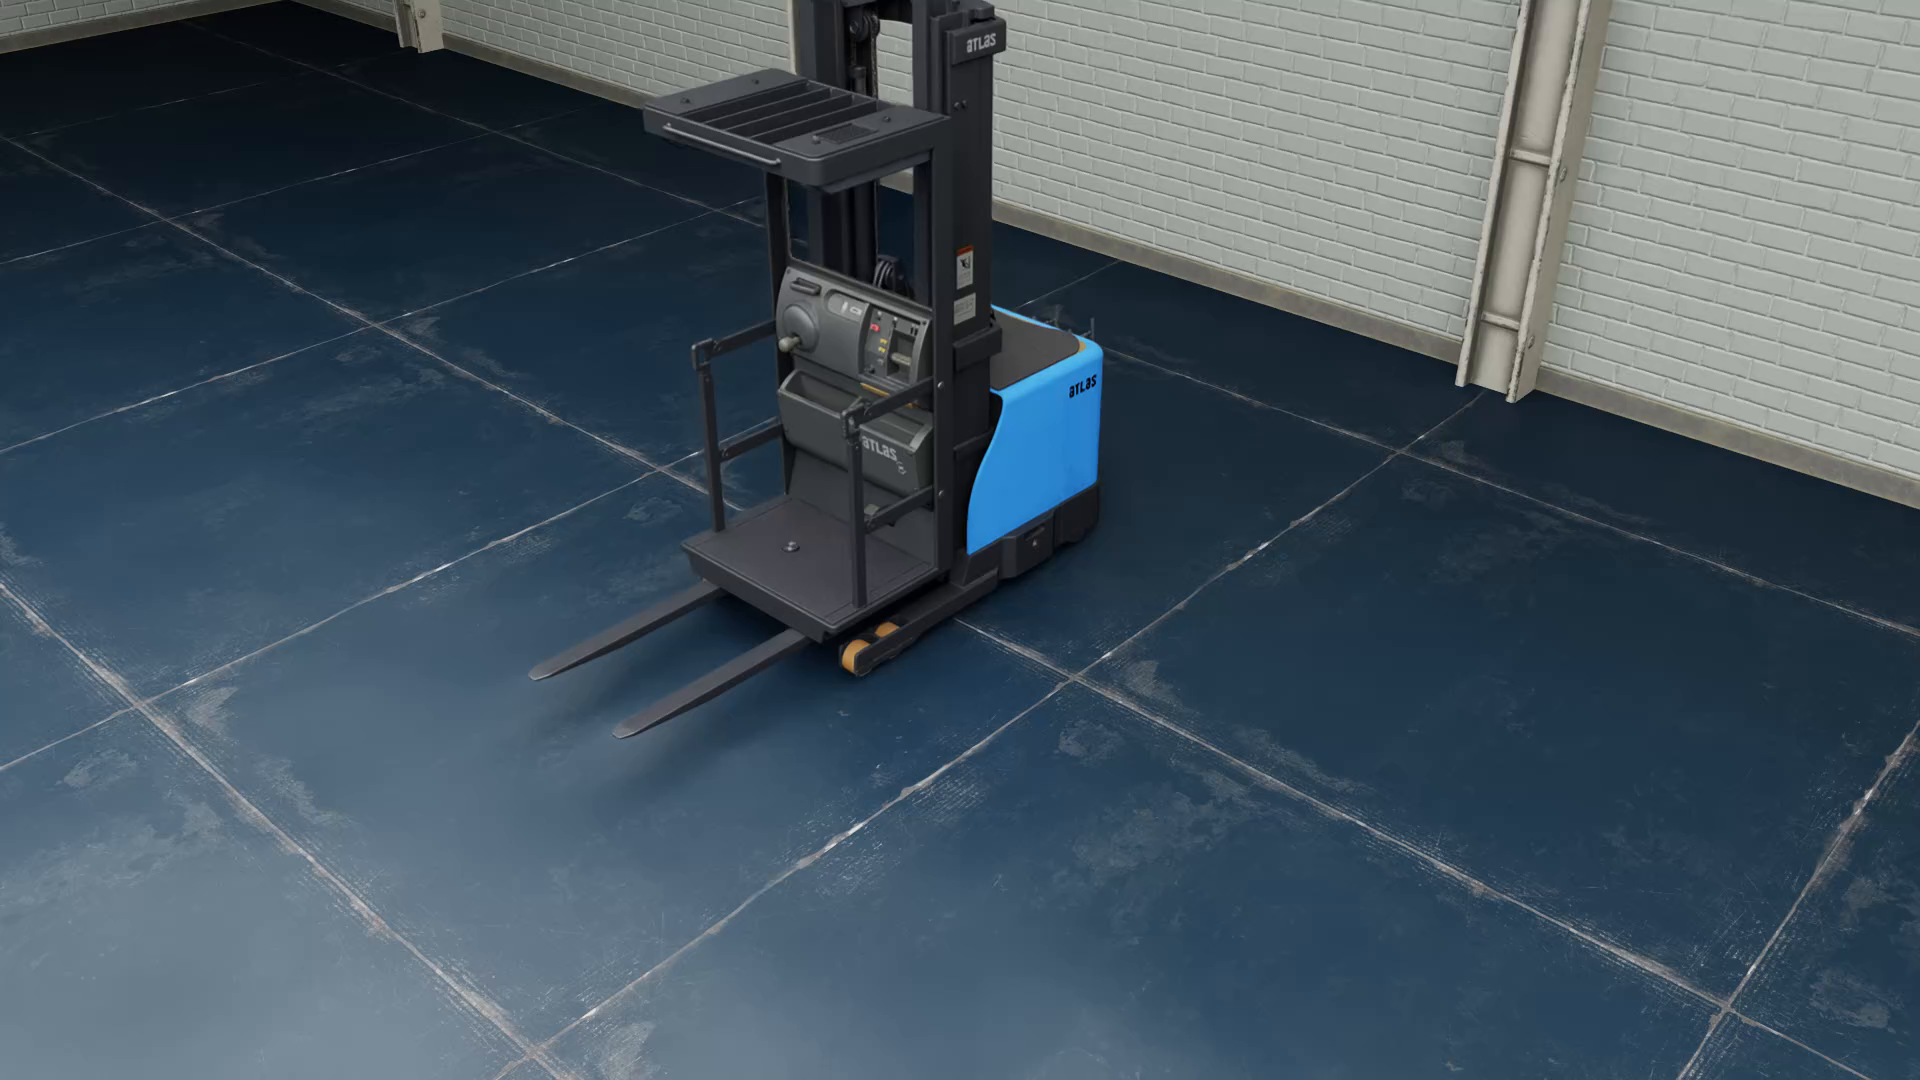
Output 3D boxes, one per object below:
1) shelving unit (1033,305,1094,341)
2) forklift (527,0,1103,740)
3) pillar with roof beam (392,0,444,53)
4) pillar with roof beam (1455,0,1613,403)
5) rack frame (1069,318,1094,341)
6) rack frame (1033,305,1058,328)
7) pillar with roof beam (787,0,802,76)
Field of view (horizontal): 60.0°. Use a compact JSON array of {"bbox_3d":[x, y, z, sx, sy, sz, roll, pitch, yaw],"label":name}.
[{"bbox_3d":[0.537,-0.709,8.909,0.252,1.050,0.215,26,39,36],"label":"shelving unit"},{"bbox_3d":[-0.638,-0.924,7.443,1.130,2.935,3.031,26,39,36],"label":"forklift"},{"bbox_3d":[-8.455,-7.322,12.188,0.400,9.000,9.100,25,39,35],"label":"pillar with roof beam"},{"bbox_3d":[0.442,-3.169,5.290,0.400,9.000,9.100,25,39,35],"label":"pillar with roof beam"},{"bbox_3d":[0.627,-0.666,8.838,0.008,1.050,0.200,26,39,36],"label":"rack frame"},{"bbox_3d":[0.448,-0.751,8.980,0.008,1.050,0.200,26,39,36],"label":"rack frame"},{"bbox_3d":[-4.006,-5.246,8.739,0.400,9.000,9.100,25,39,35],"label":"pillar with roof beam"}]
